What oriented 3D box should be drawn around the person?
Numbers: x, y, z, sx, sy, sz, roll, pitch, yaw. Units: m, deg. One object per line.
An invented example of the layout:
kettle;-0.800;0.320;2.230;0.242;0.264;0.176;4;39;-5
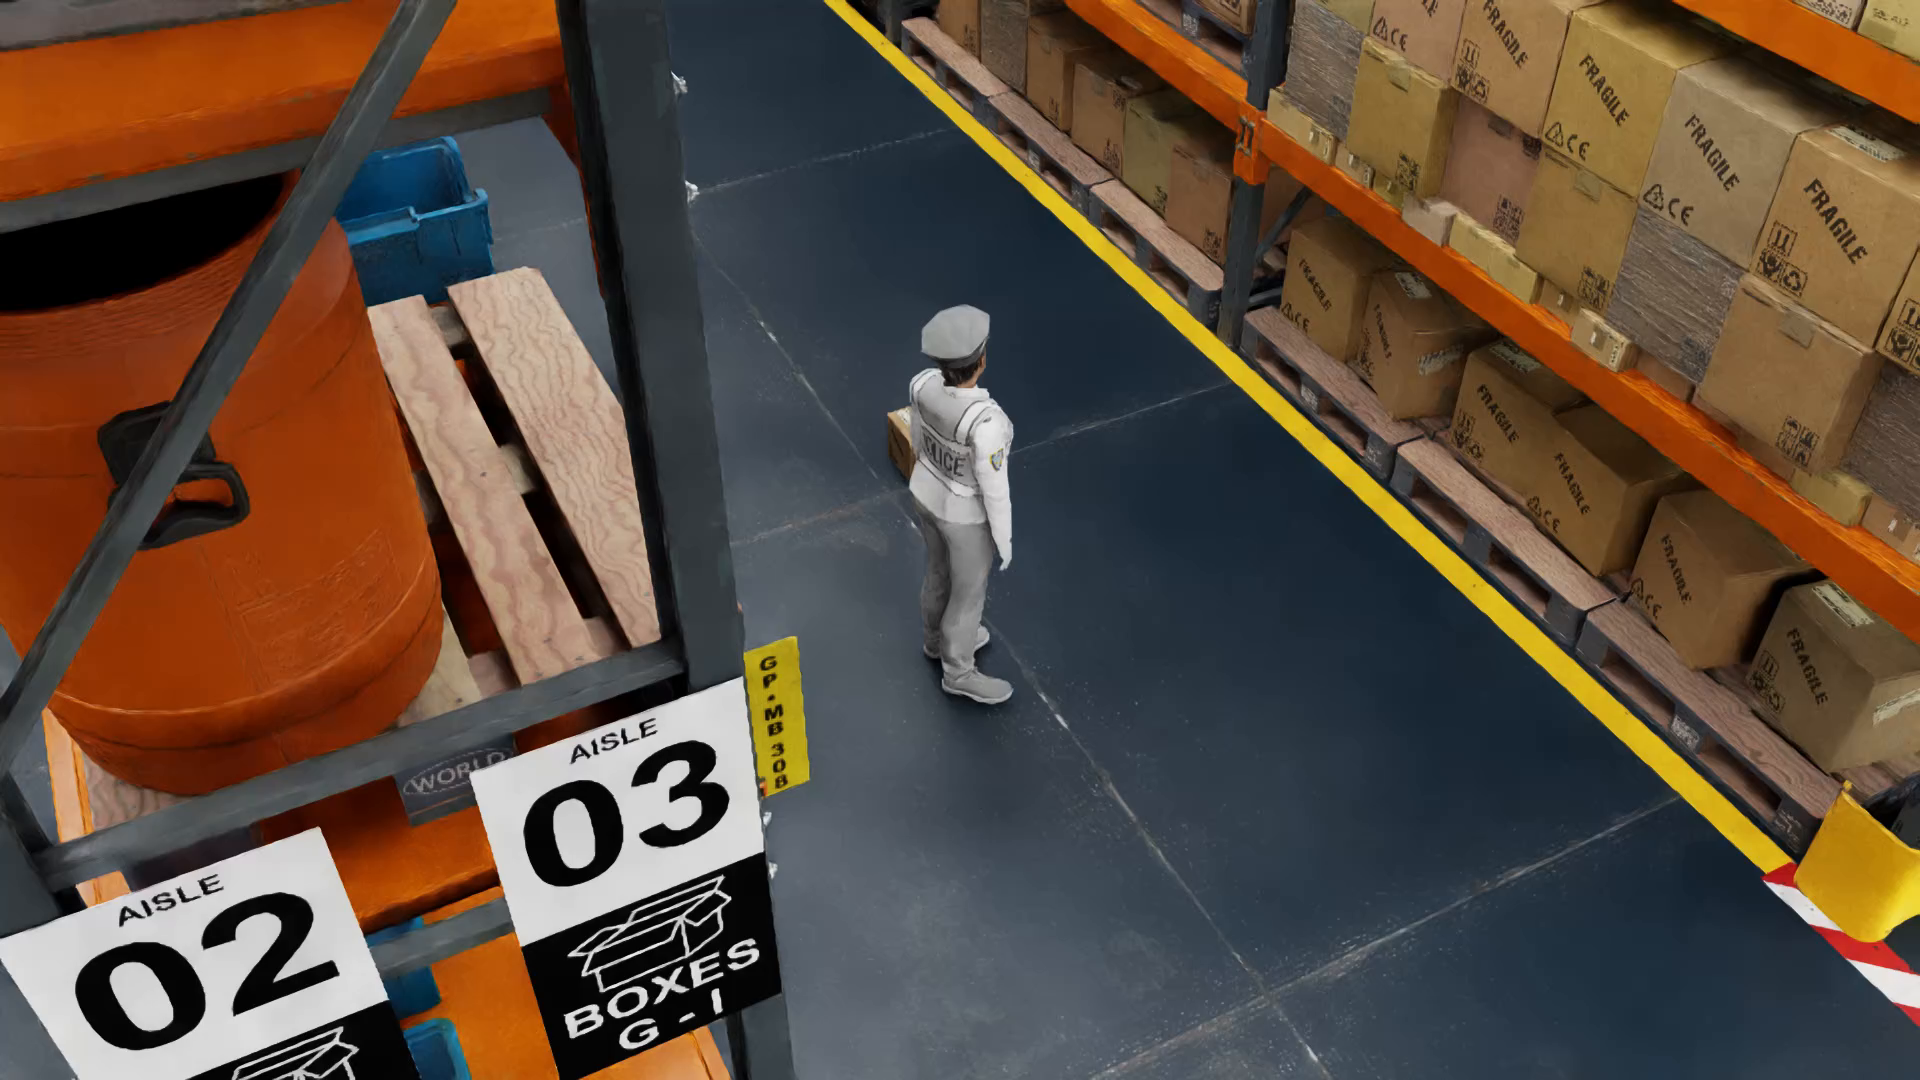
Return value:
person;0.013;-0.125;6.254;0.344;1.687;0.545;-25;47;-26
